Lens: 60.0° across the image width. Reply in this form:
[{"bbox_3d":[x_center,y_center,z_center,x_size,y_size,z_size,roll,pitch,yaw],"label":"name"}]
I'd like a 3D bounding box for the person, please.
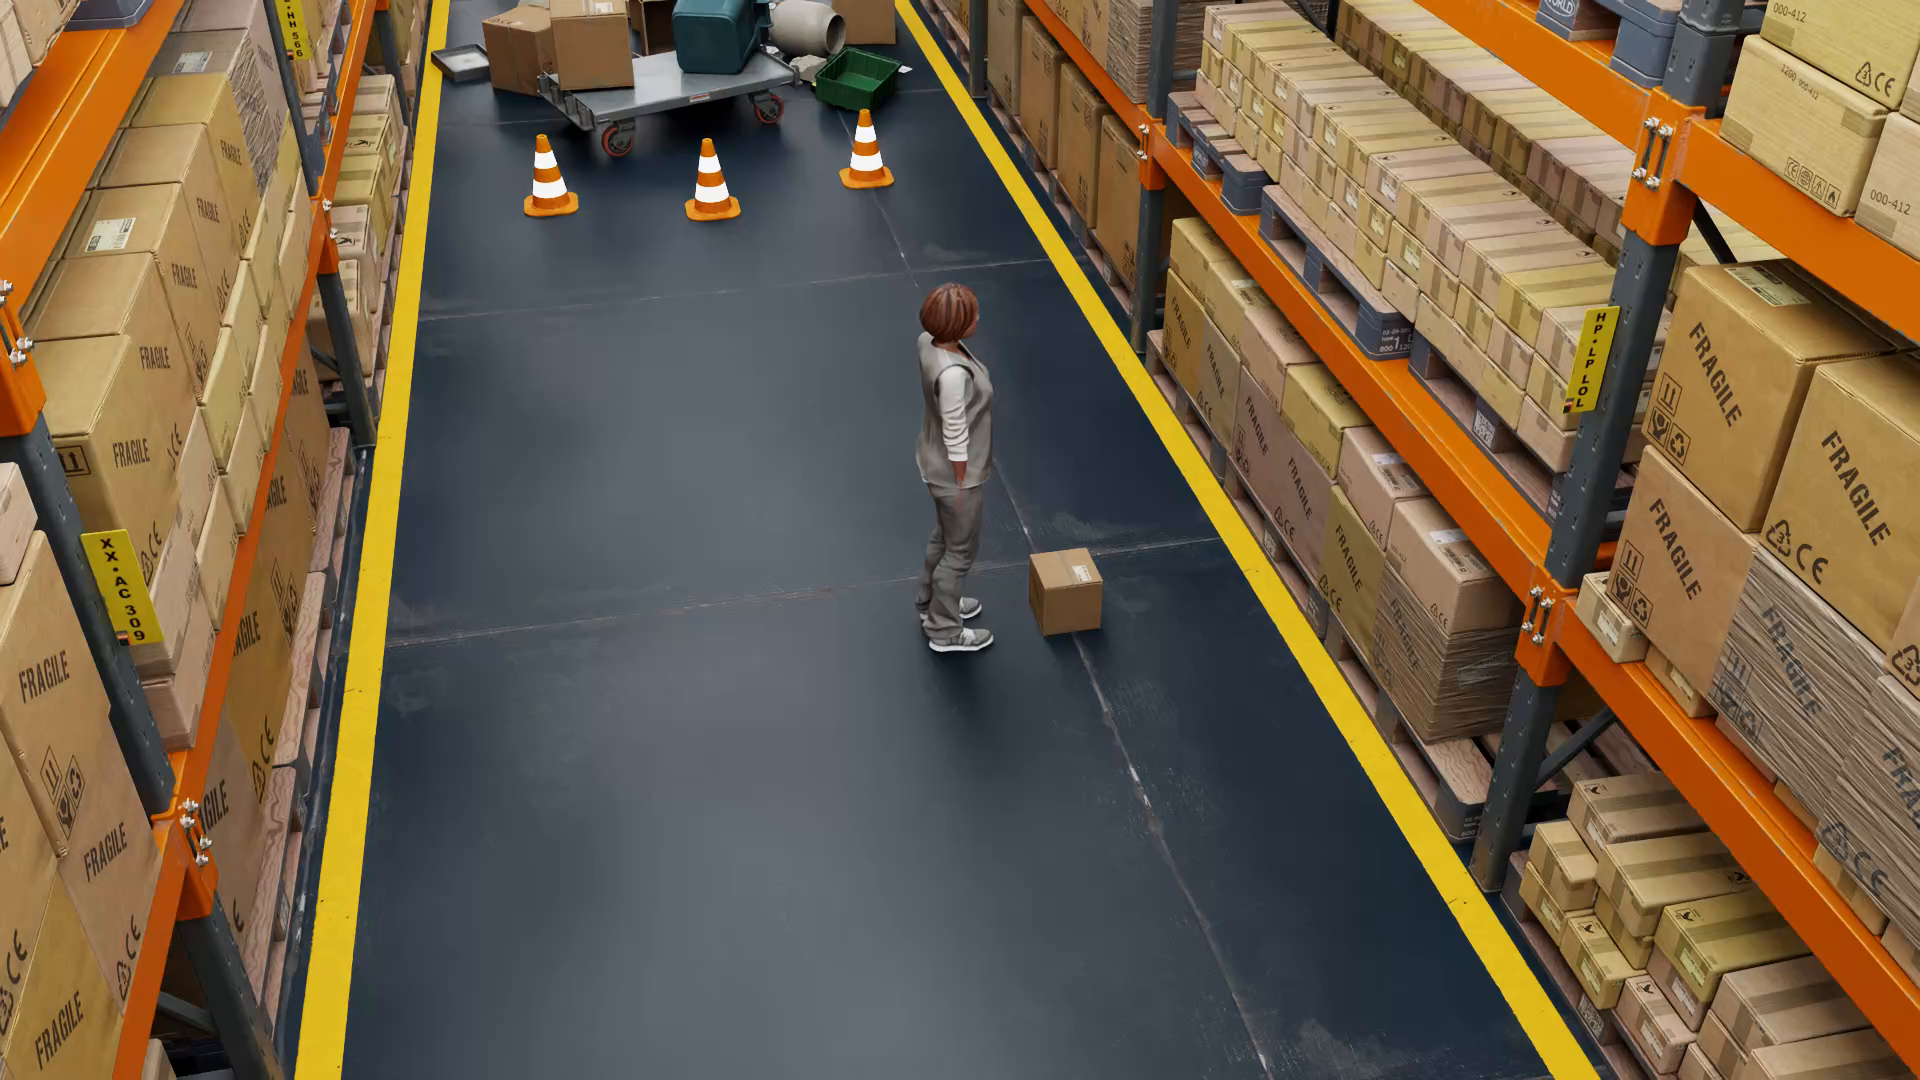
[{"bbox_3d":[-0.026,-0.284,6.563,0.308,1.599,0.406,-7,35,-9],"label":"person"}]
